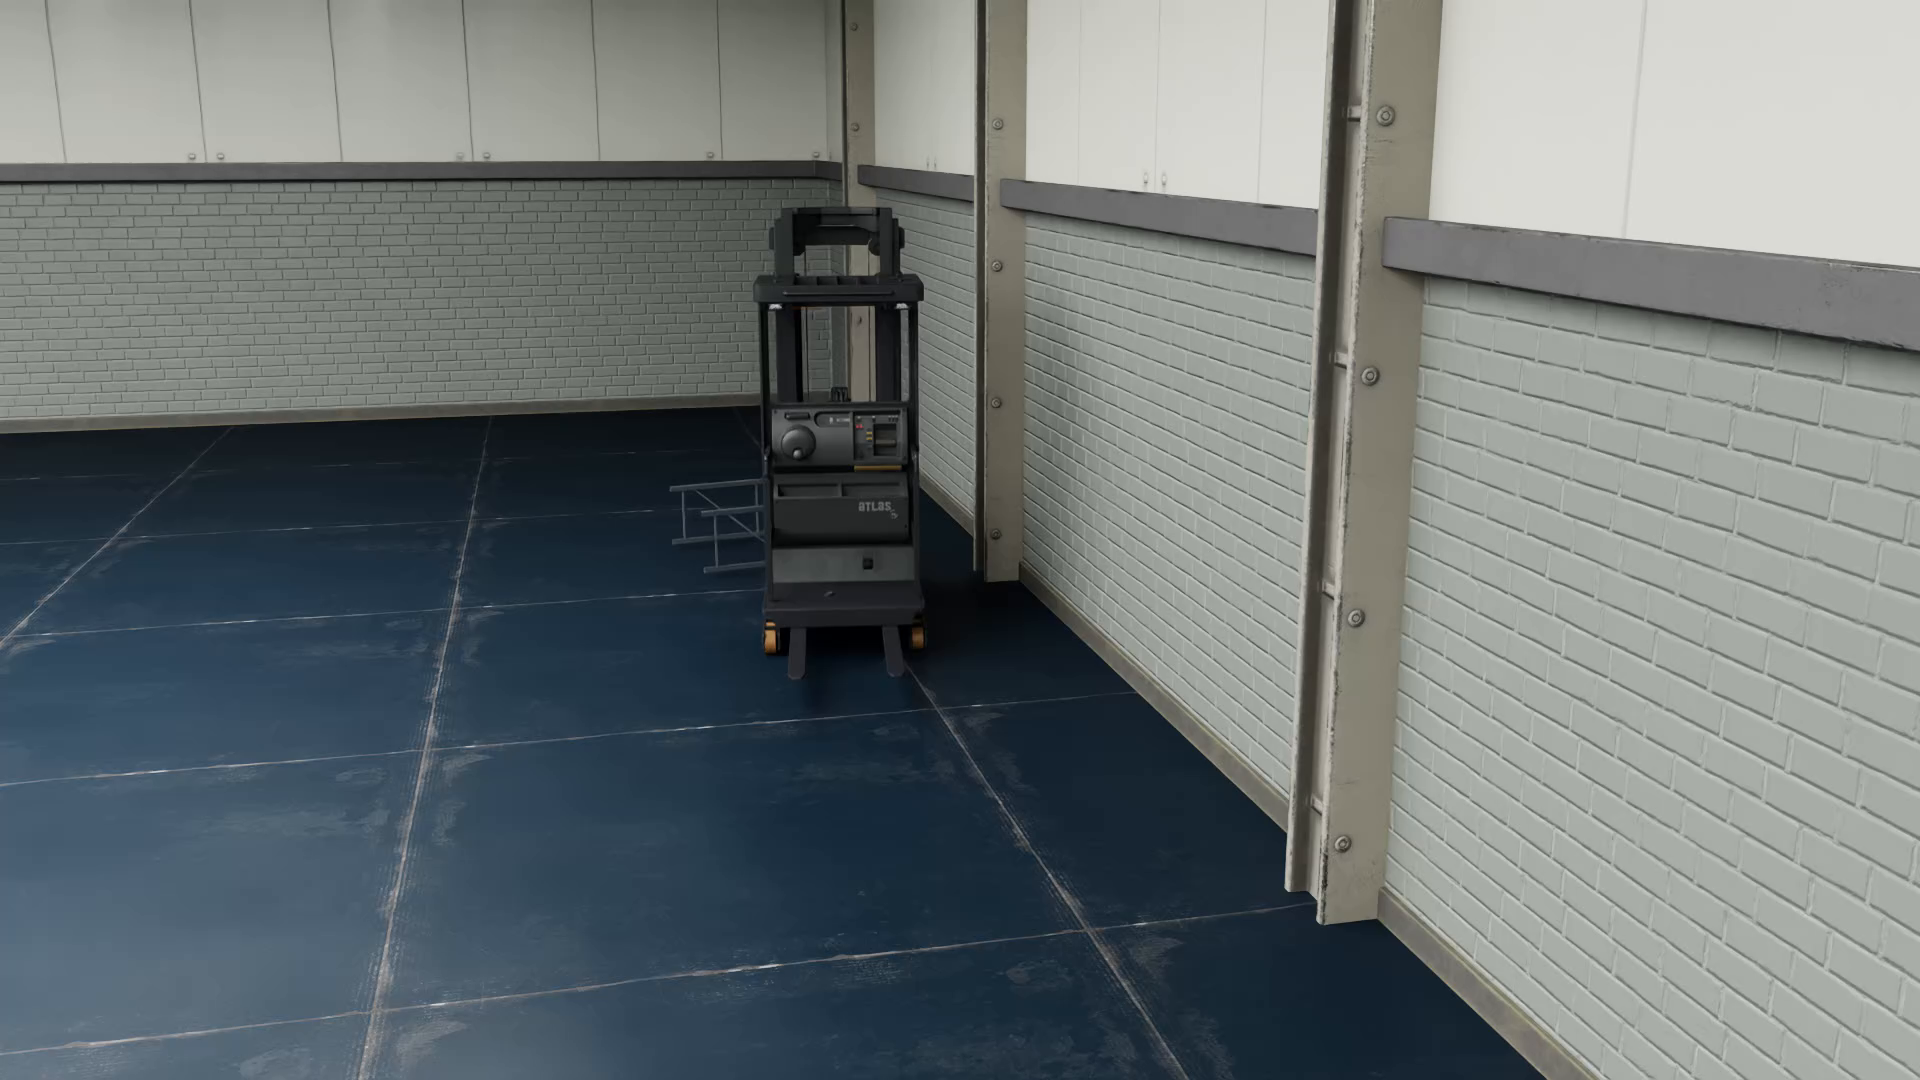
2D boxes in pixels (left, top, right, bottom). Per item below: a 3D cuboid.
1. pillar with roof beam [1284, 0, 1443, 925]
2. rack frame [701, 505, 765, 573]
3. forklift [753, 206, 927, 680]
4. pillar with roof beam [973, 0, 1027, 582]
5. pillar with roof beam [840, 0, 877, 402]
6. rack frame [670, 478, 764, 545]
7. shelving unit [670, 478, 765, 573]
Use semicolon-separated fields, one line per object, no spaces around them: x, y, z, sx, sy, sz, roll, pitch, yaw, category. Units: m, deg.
-2.472;-2.471;5.579;9.100;9.000;0.400;-3;14;-13;pillar with roof beam
-1.332;-0.056;13.367;1.500;0.500;0.032;-6;15;-23;rack frame
-0.808;-0.734;11.254;1.130;2.935;3.031;-1;14;-4;forklift
-3.881;-3.855;11.245;9.100;9.000;0.400;-3;14;-13;pillar with roof beam
-5.291;-5.239;16.910;9.100;9.000;0.400;-3;14;-13;pillar with roof beam
-1.738;-0.277;14.272;1.500;0.500;0.032;-6;15;-23;rack frame
-1.532;-0.165;13.812;1.500;0.587;1.083;-6;15;-23;shelving unit
